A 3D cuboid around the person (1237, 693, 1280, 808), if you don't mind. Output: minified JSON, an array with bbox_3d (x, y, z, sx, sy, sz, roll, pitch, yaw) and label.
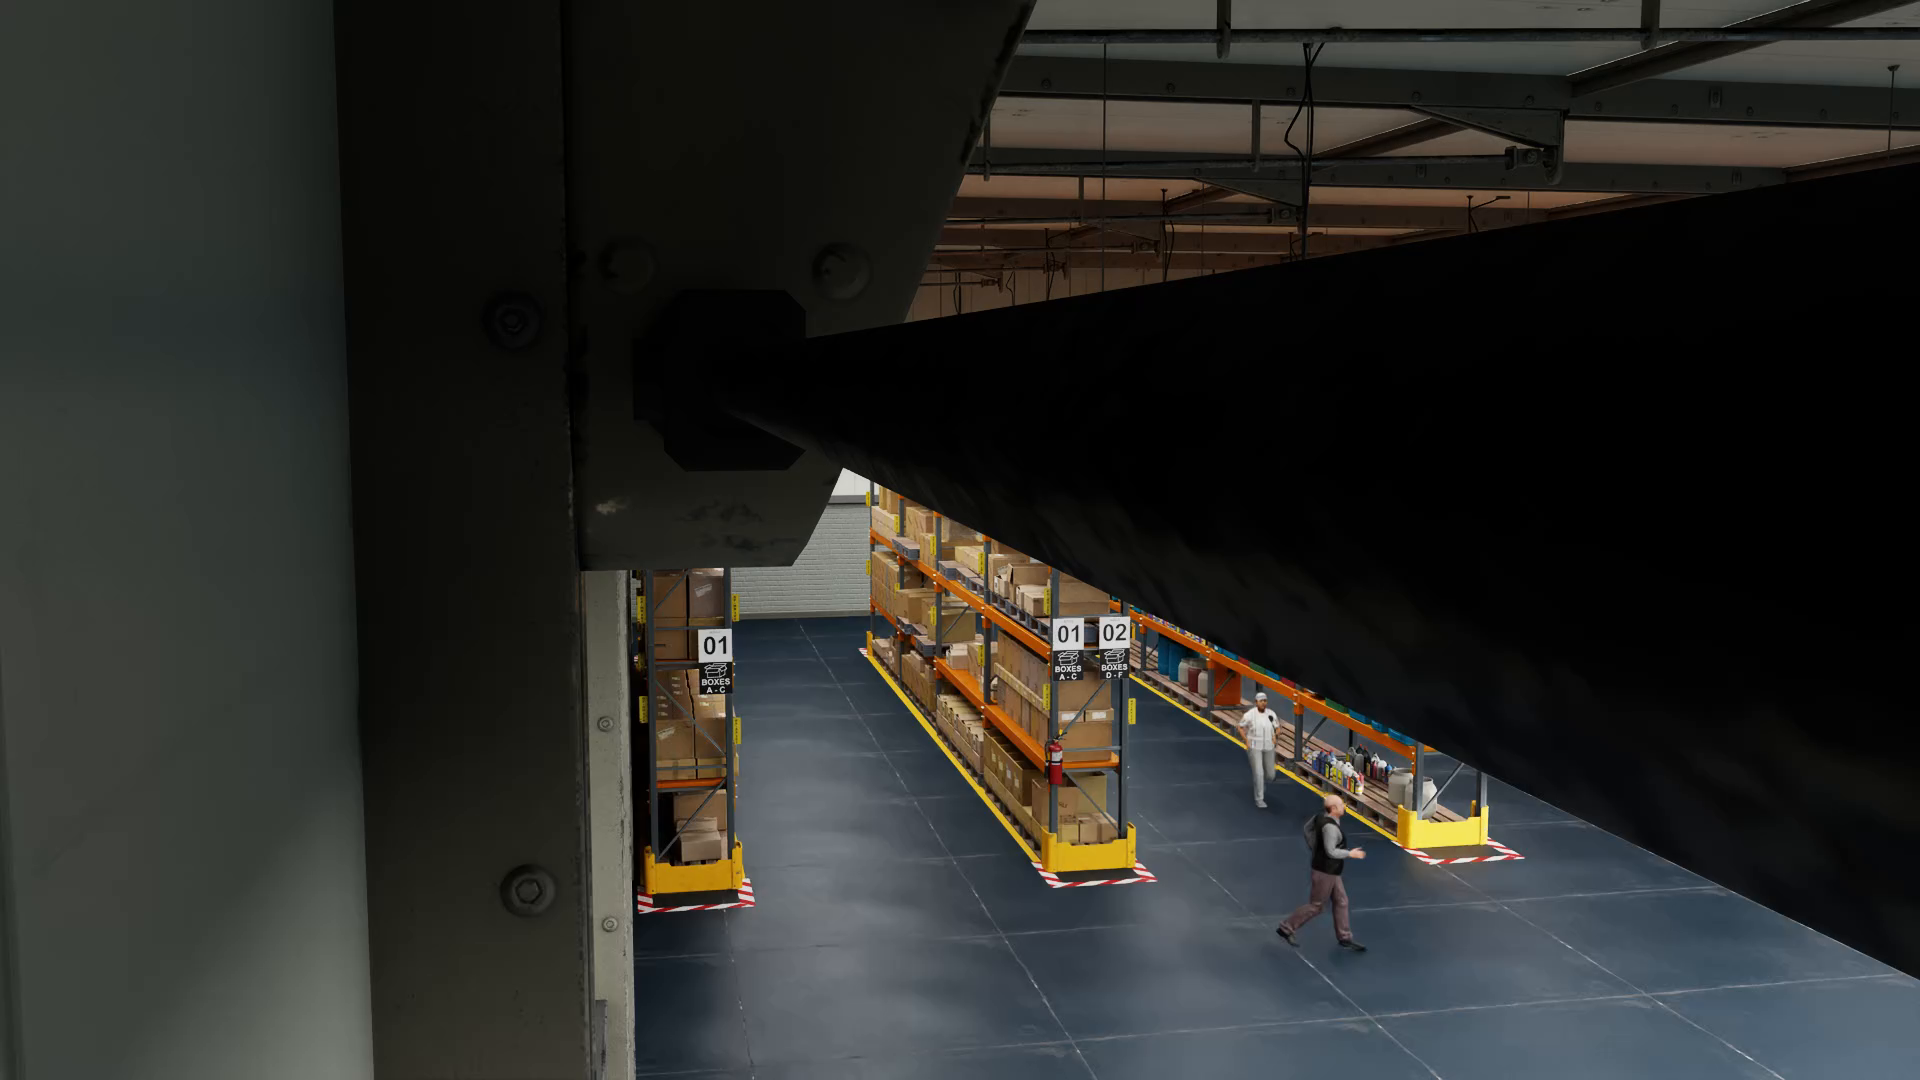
[{"bbox_3d":[4.338,3.010,24.090,0.615,1.623,0.727,-1,6,-7],"label":"person"}]

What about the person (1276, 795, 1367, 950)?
[{"bbox_3d":[3.916,3.591,17.943,0.966,1.722,0.632,1,6,9],"label":"person"}]
